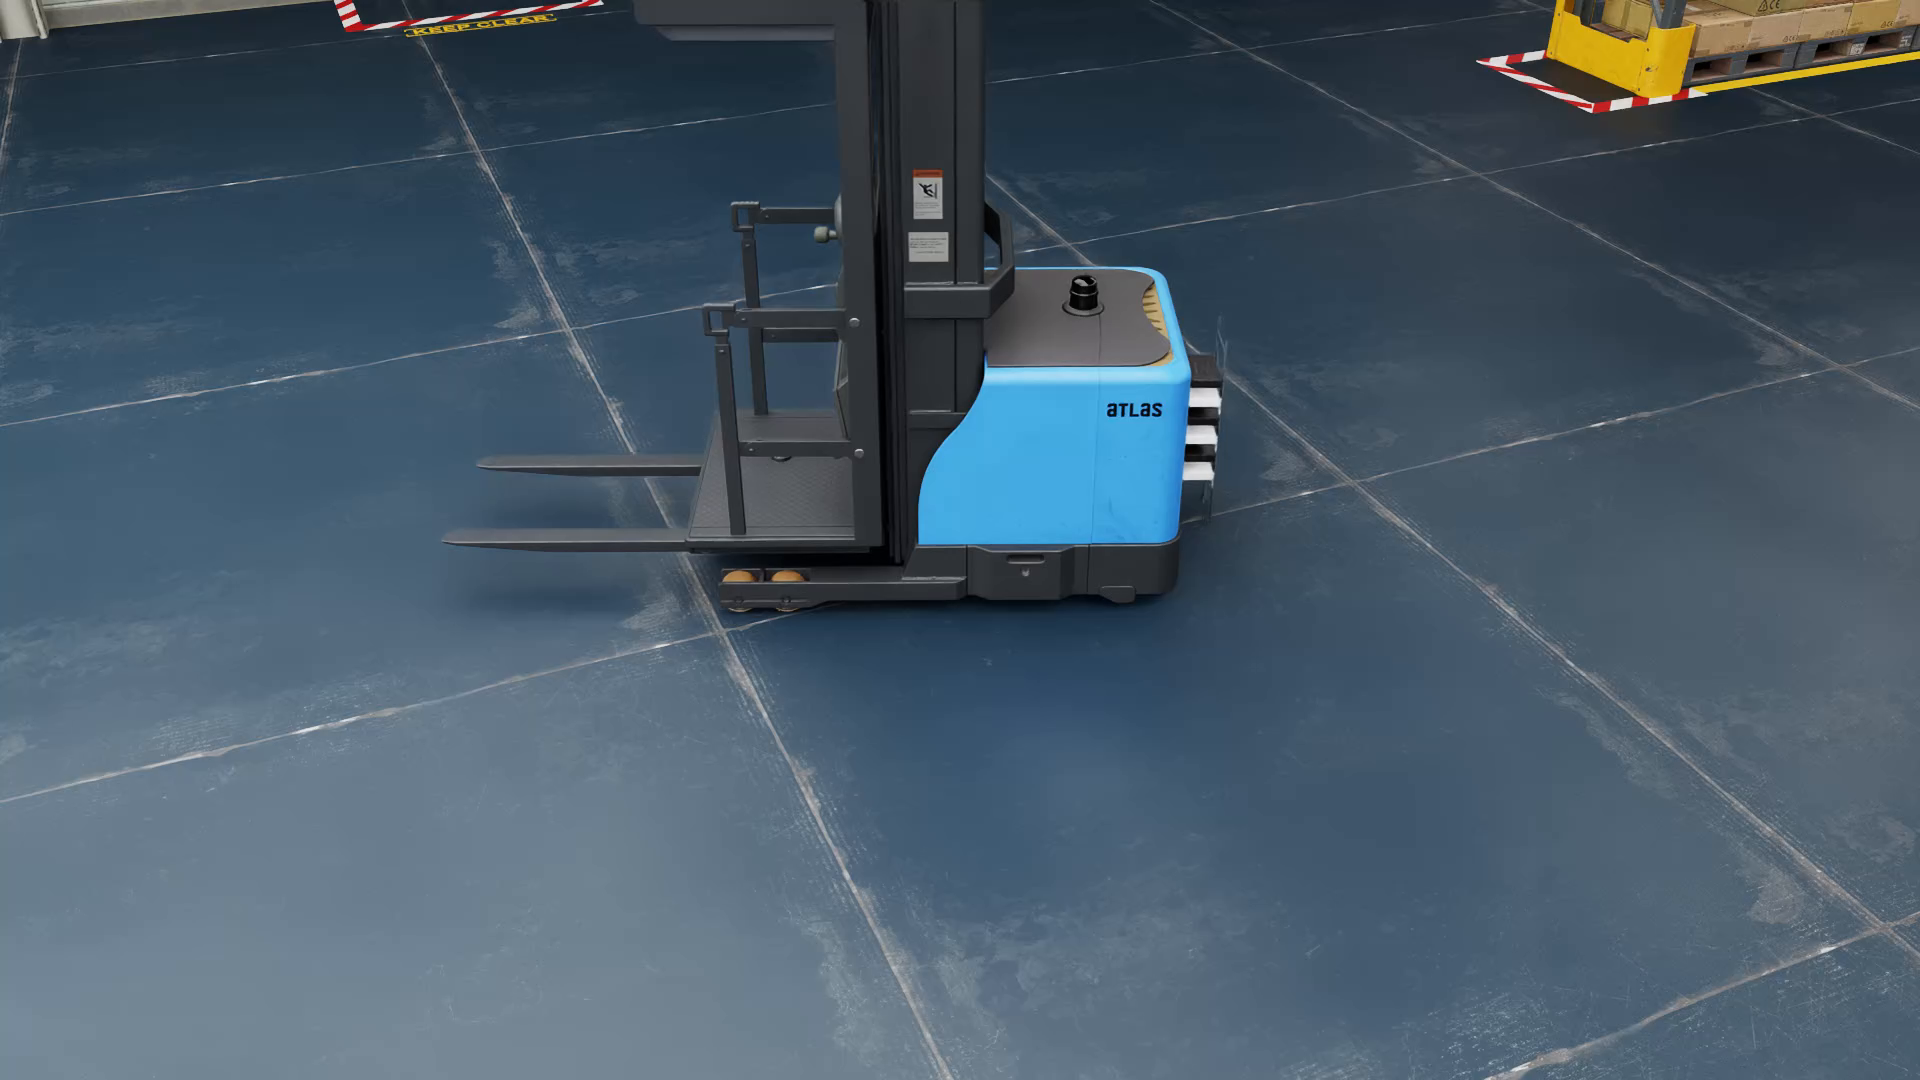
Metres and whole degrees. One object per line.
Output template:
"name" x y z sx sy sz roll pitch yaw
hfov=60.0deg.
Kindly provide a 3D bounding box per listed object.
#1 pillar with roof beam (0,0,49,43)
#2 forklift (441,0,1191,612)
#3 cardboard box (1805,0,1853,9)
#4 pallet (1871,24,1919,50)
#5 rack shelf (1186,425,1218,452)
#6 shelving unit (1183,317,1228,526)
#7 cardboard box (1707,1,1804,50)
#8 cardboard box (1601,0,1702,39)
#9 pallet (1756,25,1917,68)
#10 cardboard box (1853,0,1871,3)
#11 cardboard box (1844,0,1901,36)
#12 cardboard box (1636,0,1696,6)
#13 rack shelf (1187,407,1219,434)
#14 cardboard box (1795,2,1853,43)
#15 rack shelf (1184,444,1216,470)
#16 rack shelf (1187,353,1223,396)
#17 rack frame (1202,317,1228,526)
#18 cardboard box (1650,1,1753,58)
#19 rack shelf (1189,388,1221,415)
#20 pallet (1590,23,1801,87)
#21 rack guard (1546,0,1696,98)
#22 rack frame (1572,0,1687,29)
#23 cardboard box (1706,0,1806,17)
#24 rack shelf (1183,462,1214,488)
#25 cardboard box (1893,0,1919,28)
"pillar with roof beam" -5.996 -5.728 7.802 0.400 9.000 9.100 -13 35 -19
"forklift" -0.623 -1.226 6.446 3.031 2.935 1.130 0 33 0
"cardboard box" 6.509 -4.397 12.705 0.500 0.500 0.500 -13 35 -19
"pallet" 7.951 -4.368 13.769 1.213 0.211 1.003 -13 35 -19
"rack shelf" 0.999 -0.477 7.218 0.200 0.077 0.258 0 33 0
"shelving unit" 0.999 -0.504 7.200 0.210 0.900 0.258 0 33 0
"cardboard box" 6.053 -3.971 12.739 0.500 0.250 0.500 -13 35 -19
"cardboard box" 5.392 -4.124 12.974 0.500 0.250 0.500 -13 35 -19
"pallet" 6.824 -4.108 13.370 1.213 0.211 1.003 -13 35 -19
"cardboard box" 6.977 -4.493 12.854 0.500 0.500 0.500 -13 35 -19
"cardboard box" 6.977 -4.180 13.060 0.500 0.250 0.500 -13 35 -19
"cardboard box" 5.392 -4.440 12.771 0.500 0.500 0.500 -13 35 -19
"rack shelf" 0.999 -0.552 7.169 0.200 0.077 0.258 0 33 0
"cardboard box" 6.514 -4.077 12.901 0.500 0.250 0.500 -13 35 -19
"rack shelf" 0.999 -0.401 7.267 0.200 0.077 0.258 0 33 0
"rack shelf" 0.999 -0.703 7.071 0.200 0.077 0.258 0 33 0
"rack frame" 1.101 -0.505 7.201 0.006 0.900 0.240 0 33 0
"cardboard box" 5.593 -3.864 12.574 0.500 0.250 0.500 -13 35 -19
"rack shelf" 0.999 -0.627 7.120 0.200 0.077 0.258 0 33 0
"pallet" 5.701 -3.853 12.978 1.213 0.211 1.003 -13 35 -19
"rack guard" 4.990 -3.786 12.611 0.348 0.500 1.175 -13 35 -19
"rack frame" 5.012 -4.839 11.937 0.127 3.000 1.000 -13 35 -19
"cardboard box" 6.053 -4.285 12.533 0.500 0.500 0.500 -13 35 -19
"rack shelf" 0.999 -0.326 7.317 0.200 0.077 0.258 0 33 0
"cardboard box" 7.437 -4.286 13.222 0.500 0.250 0.500 -13 35 -19
